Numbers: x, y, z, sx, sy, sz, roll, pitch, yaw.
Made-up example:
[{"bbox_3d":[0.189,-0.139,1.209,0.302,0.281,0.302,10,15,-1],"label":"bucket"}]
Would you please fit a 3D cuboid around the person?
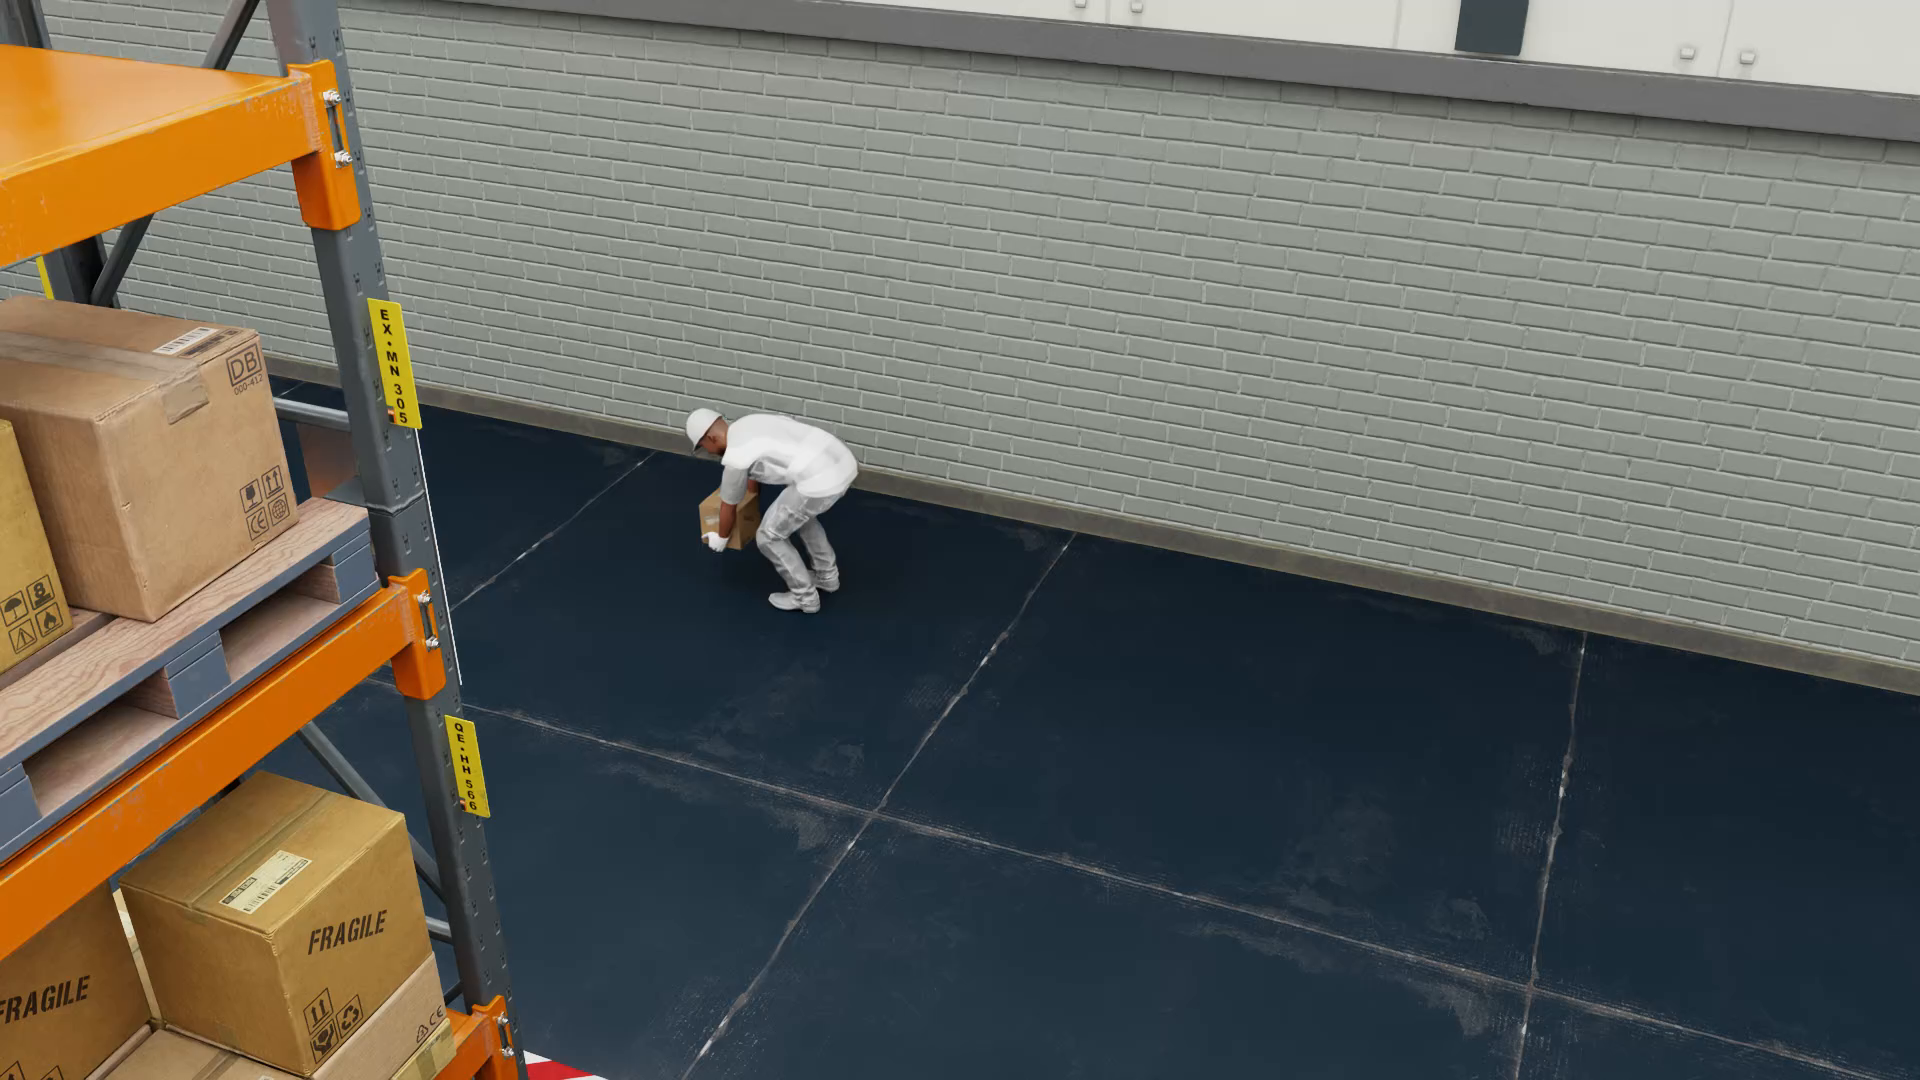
[{"bbox_3d":[-1.062,-0.184,9.398,0.976,1.104,0.534,10,31,17],"label":"person"}]
